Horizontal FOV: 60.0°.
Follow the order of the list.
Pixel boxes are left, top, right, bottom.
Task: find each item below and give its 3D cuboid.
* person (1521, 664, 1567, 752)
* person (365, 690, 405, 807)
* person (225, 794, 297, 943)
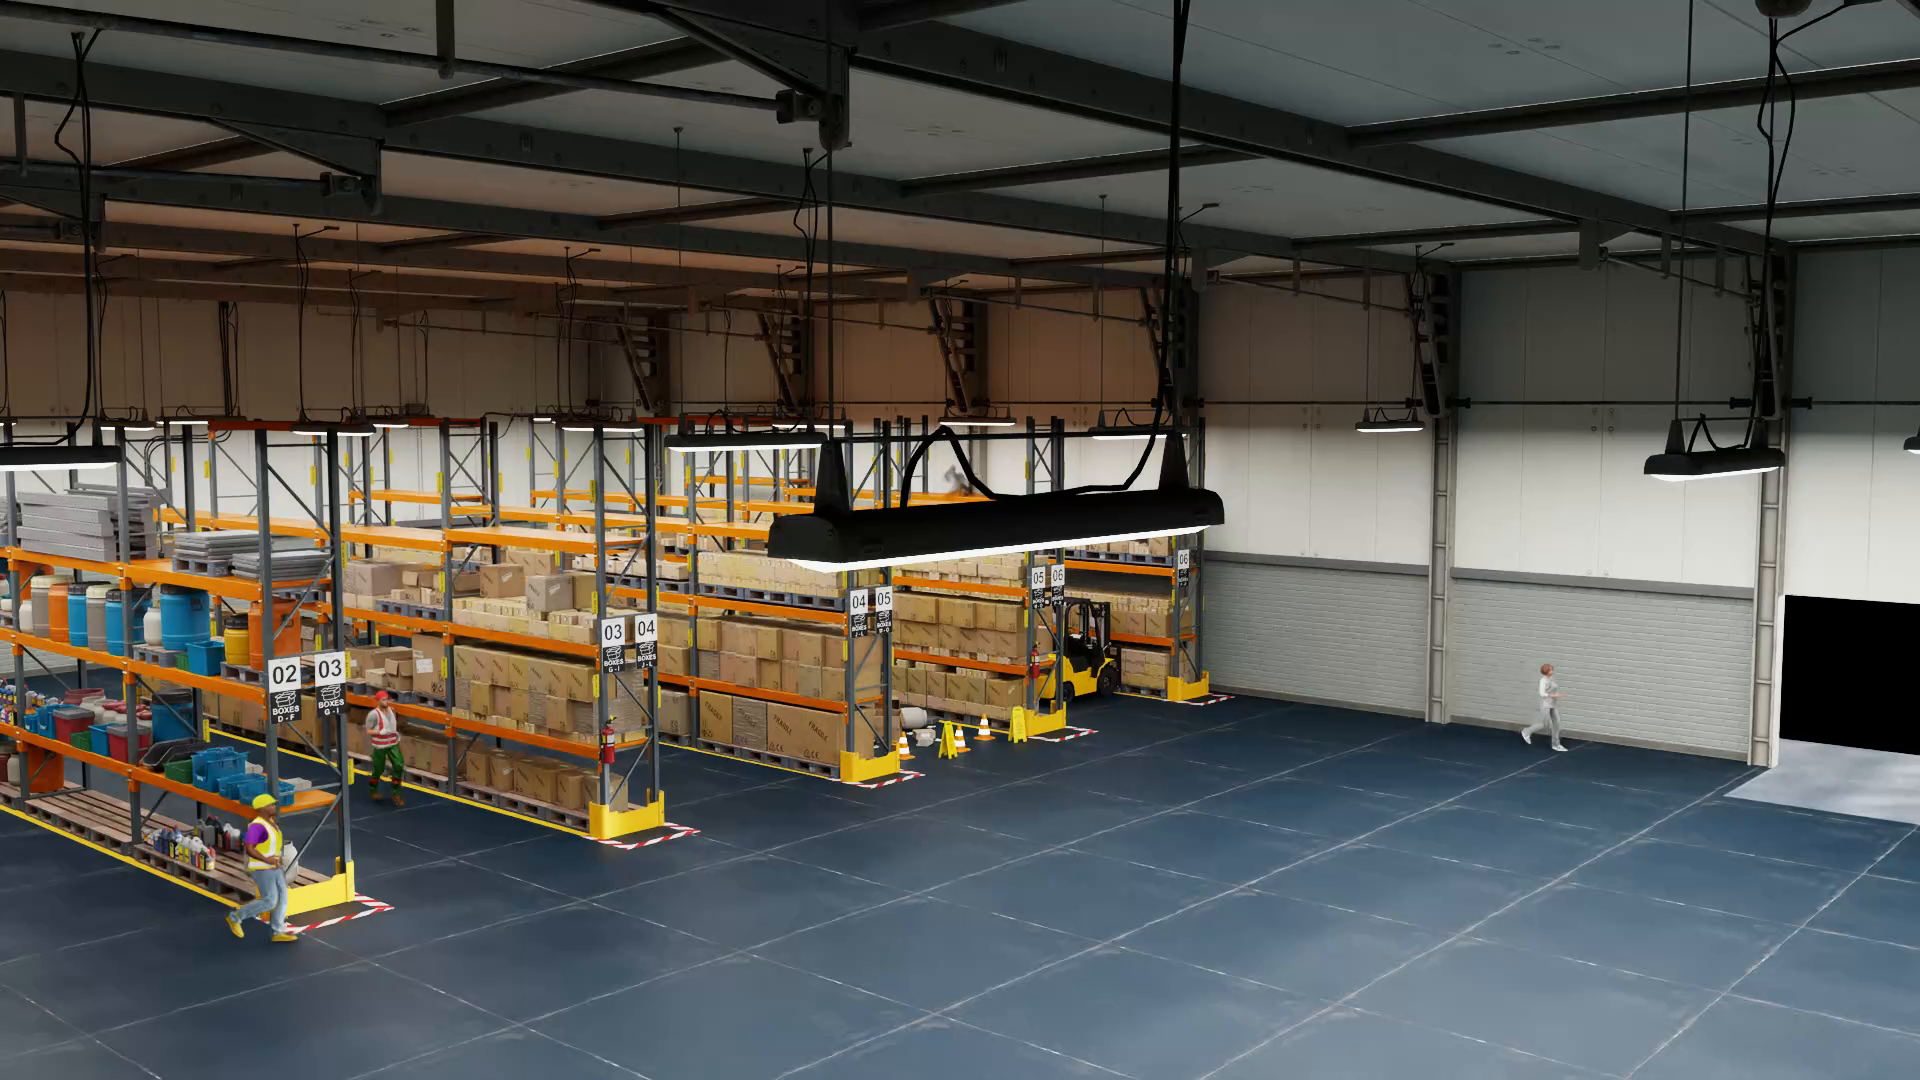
[{"bbox_3d":[10.650,3.029,30.225,0.819,1.575,0.552,4,6,41],"label":"person"},{"bbox_3d":[-9.044,3.272,26.113,0.793,1.848,0.633,4,6,40],"label":"person"},{"bbox_3d":[-8.190,3.855,19.566,0.784,1.731,0.754,-1,5,-6],"label":"person"}]
